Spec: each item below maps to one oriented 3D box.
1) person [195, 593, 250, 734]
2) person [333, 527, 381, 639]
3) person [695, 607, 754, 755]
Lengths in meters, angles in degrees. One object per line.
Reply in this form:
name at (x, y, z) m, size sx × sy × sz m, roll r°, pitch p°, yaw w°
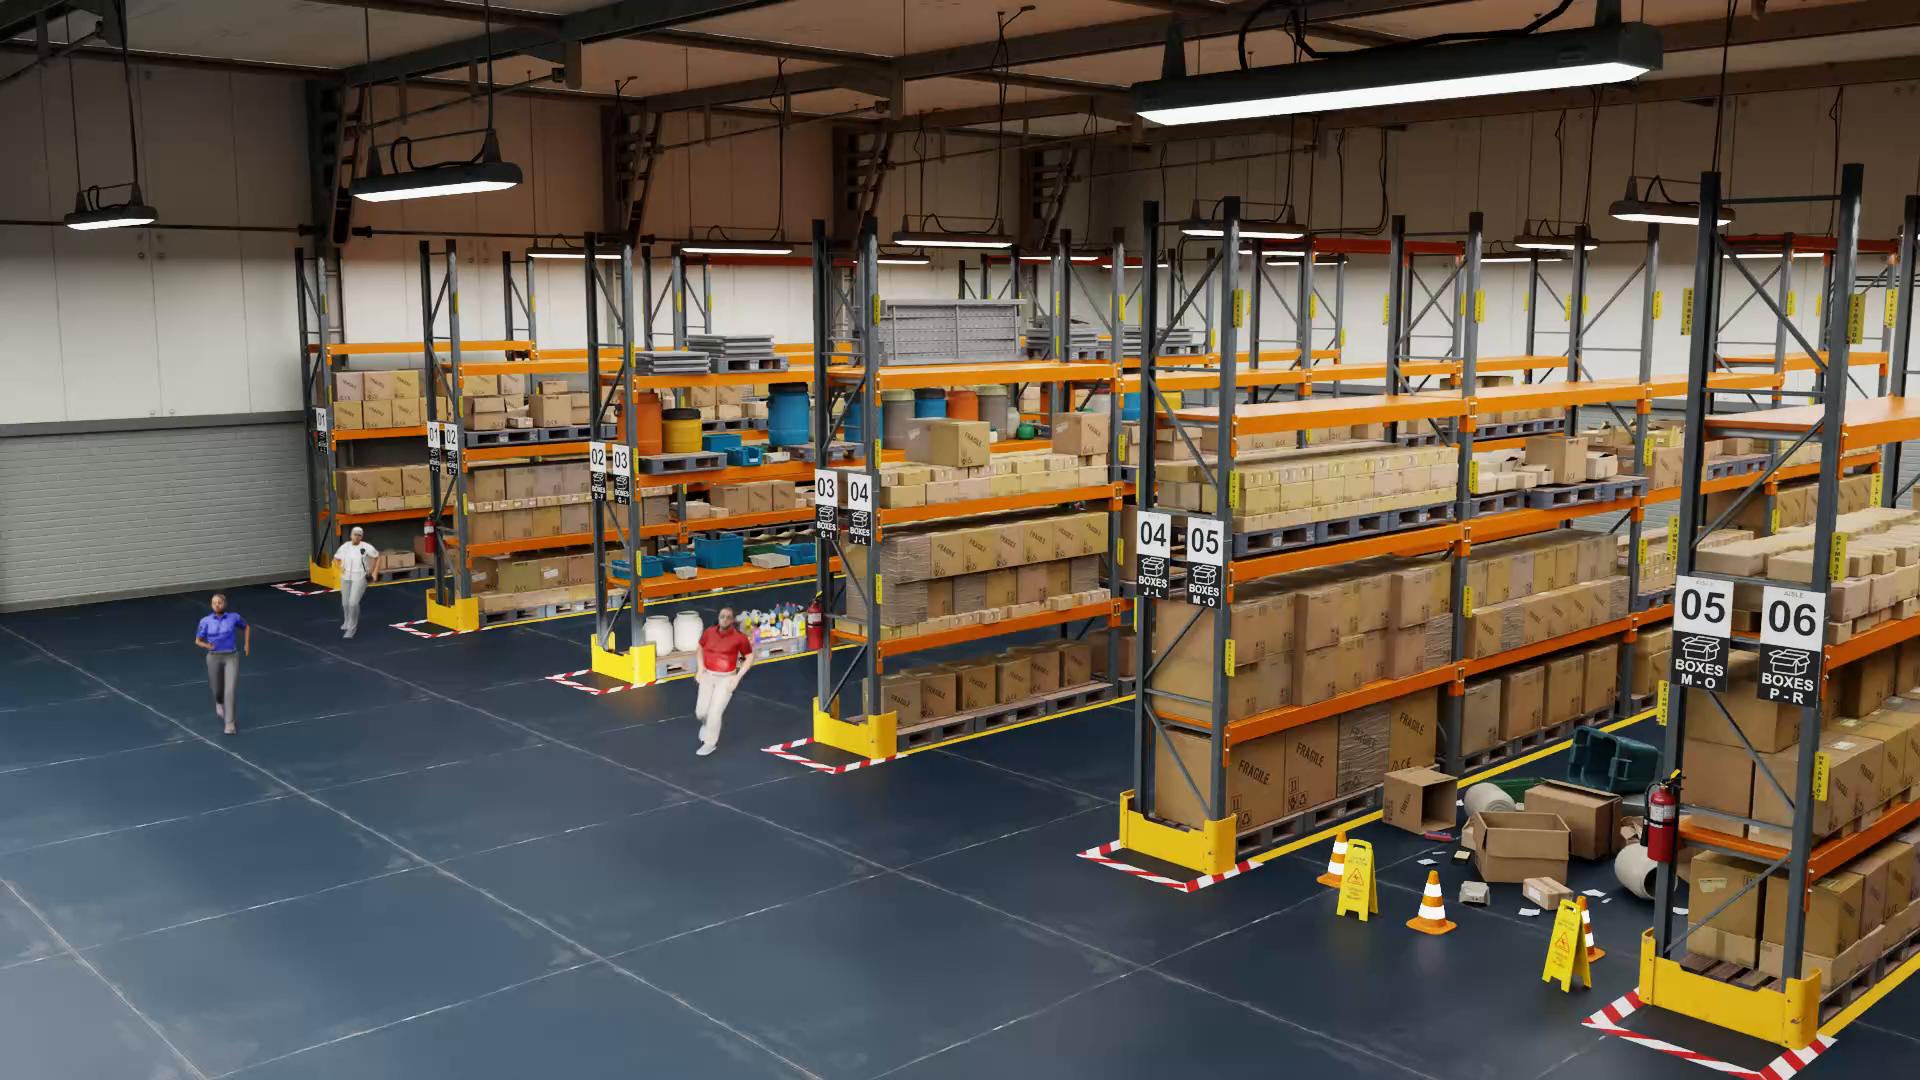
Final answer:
person at (-8.772, 1.434, 19.806) m, size 0.588 × 1.598 × 1.044 m, roll -3°, pitch 9°, yaw -21°
person at (-9.238, 0.638, 25.458) m, size 0.667 × 1.705 × 0.708 m, roll 0°, pitch 8°, yaw -2°
person at (-2.699, 1.580, 18.935) m, size 0.739 × 1.671 × 0.607 m, roll 2°, pitch 9°, yaw 10°
